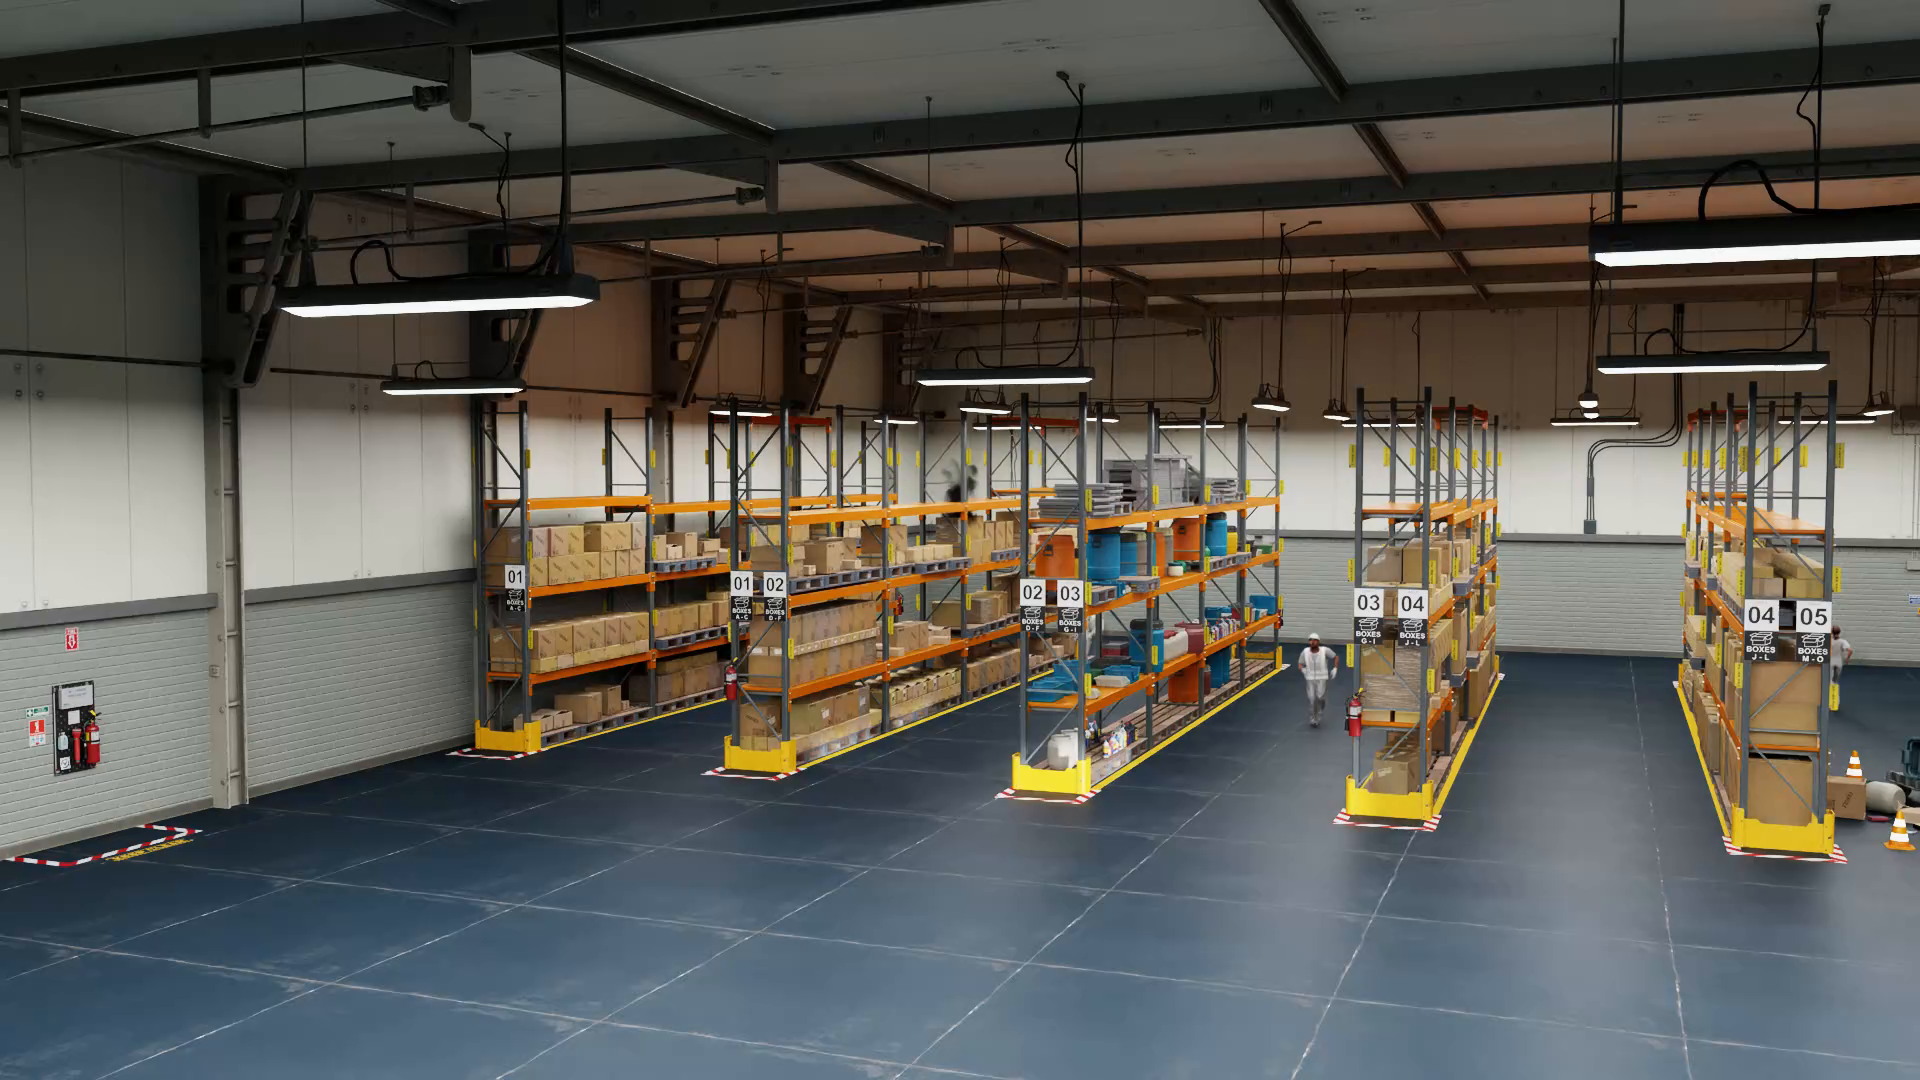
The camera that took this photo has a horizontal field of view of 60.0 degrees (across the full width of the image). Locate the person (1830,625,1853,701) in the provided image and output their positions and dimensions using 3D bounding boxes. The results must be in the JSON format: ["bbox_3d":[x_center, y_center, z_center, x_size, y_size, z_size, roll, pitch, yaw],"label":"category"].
[{"bbox_3d":[17.477,2.526,33.241,0.565,1.652,0.970,1,3,12],"label":"person"}]

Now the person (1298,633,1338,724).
[{"bbox_3d":[6.654,2.605,31.040,0.696,1.727,0.763,1,3,24],"label":"person"}]

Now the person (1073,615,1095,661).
[{"bbox_3d":[2.701,2.144,35.998,0.617,1.663,0.544,1,3,16],"label":"person"}]
